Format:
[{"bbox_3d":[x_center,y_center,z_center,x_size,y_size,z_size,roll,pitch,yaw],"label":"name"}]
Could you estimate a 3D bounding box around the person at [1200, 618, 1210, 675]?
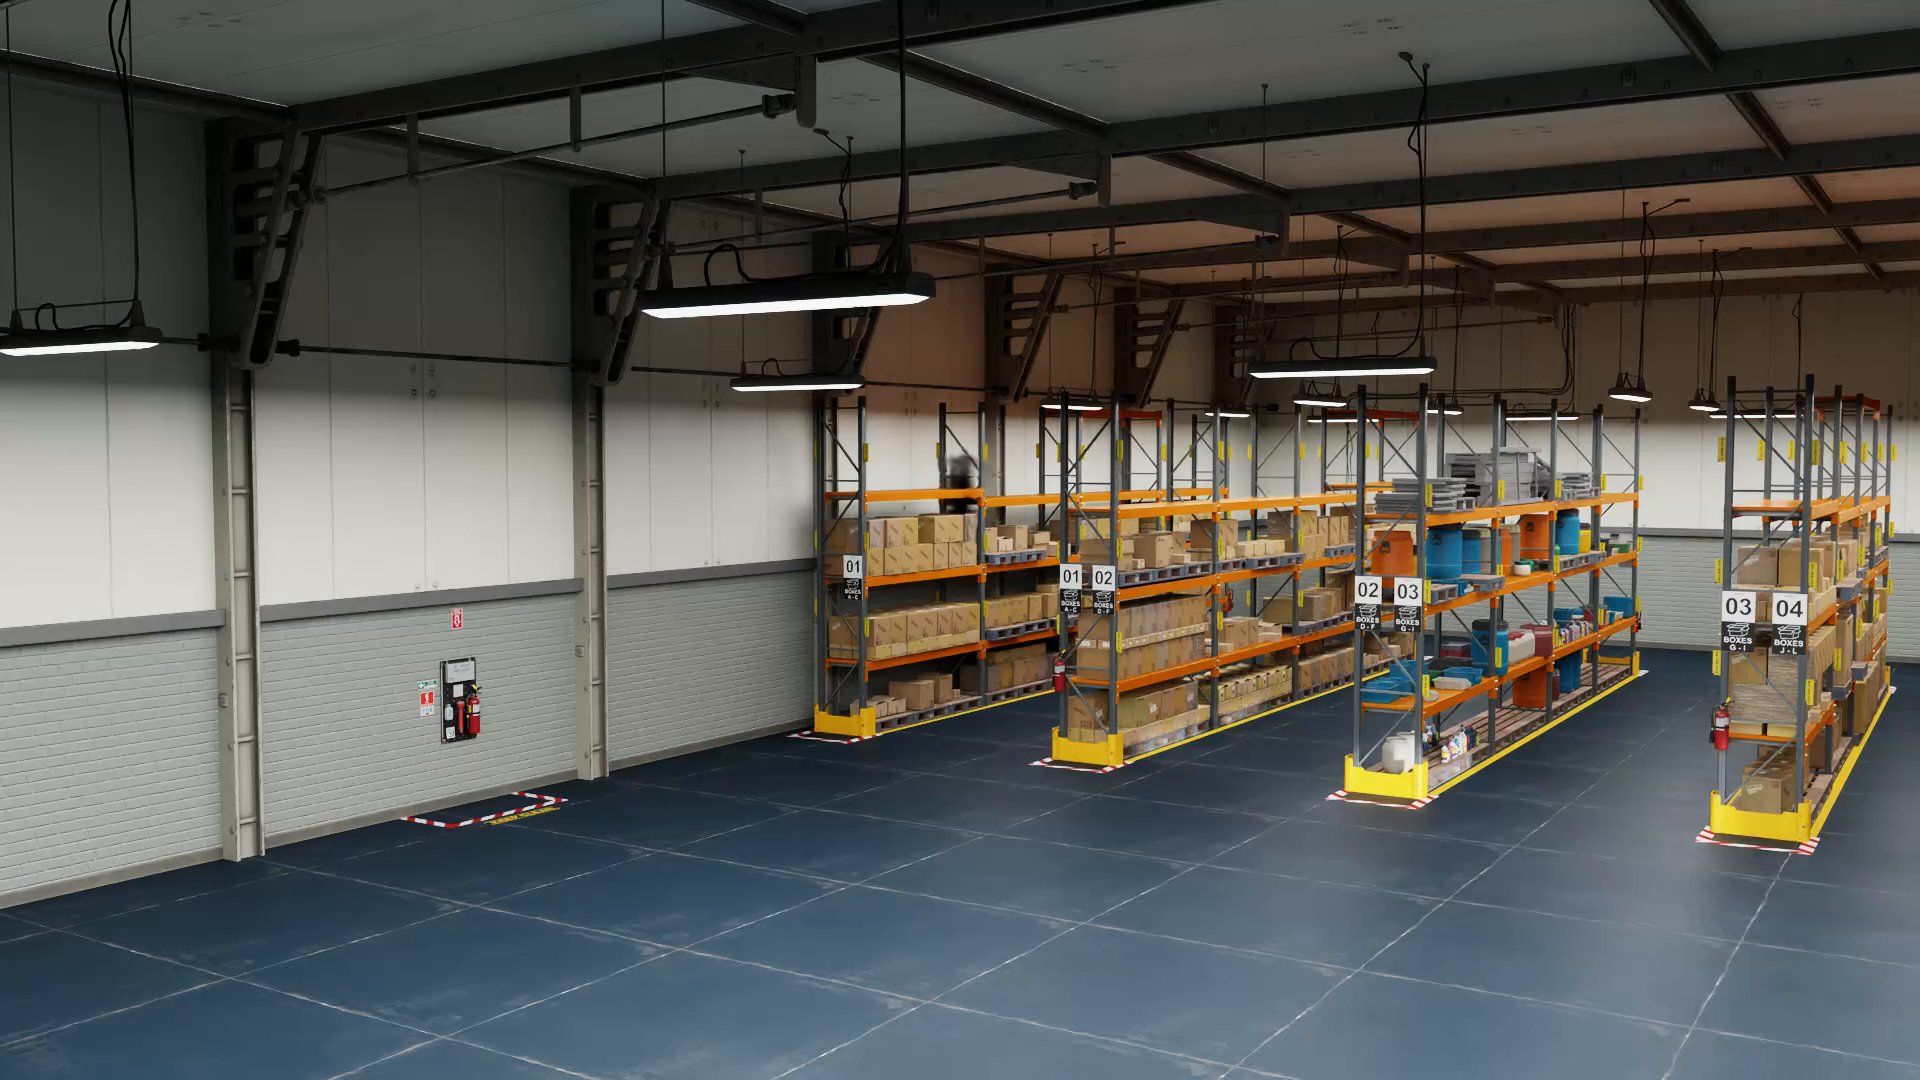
[{"bbox_3d":[5.318,2.348,36.019,0.629,1.615,0.955,1,3,19],"label":"person"}]
